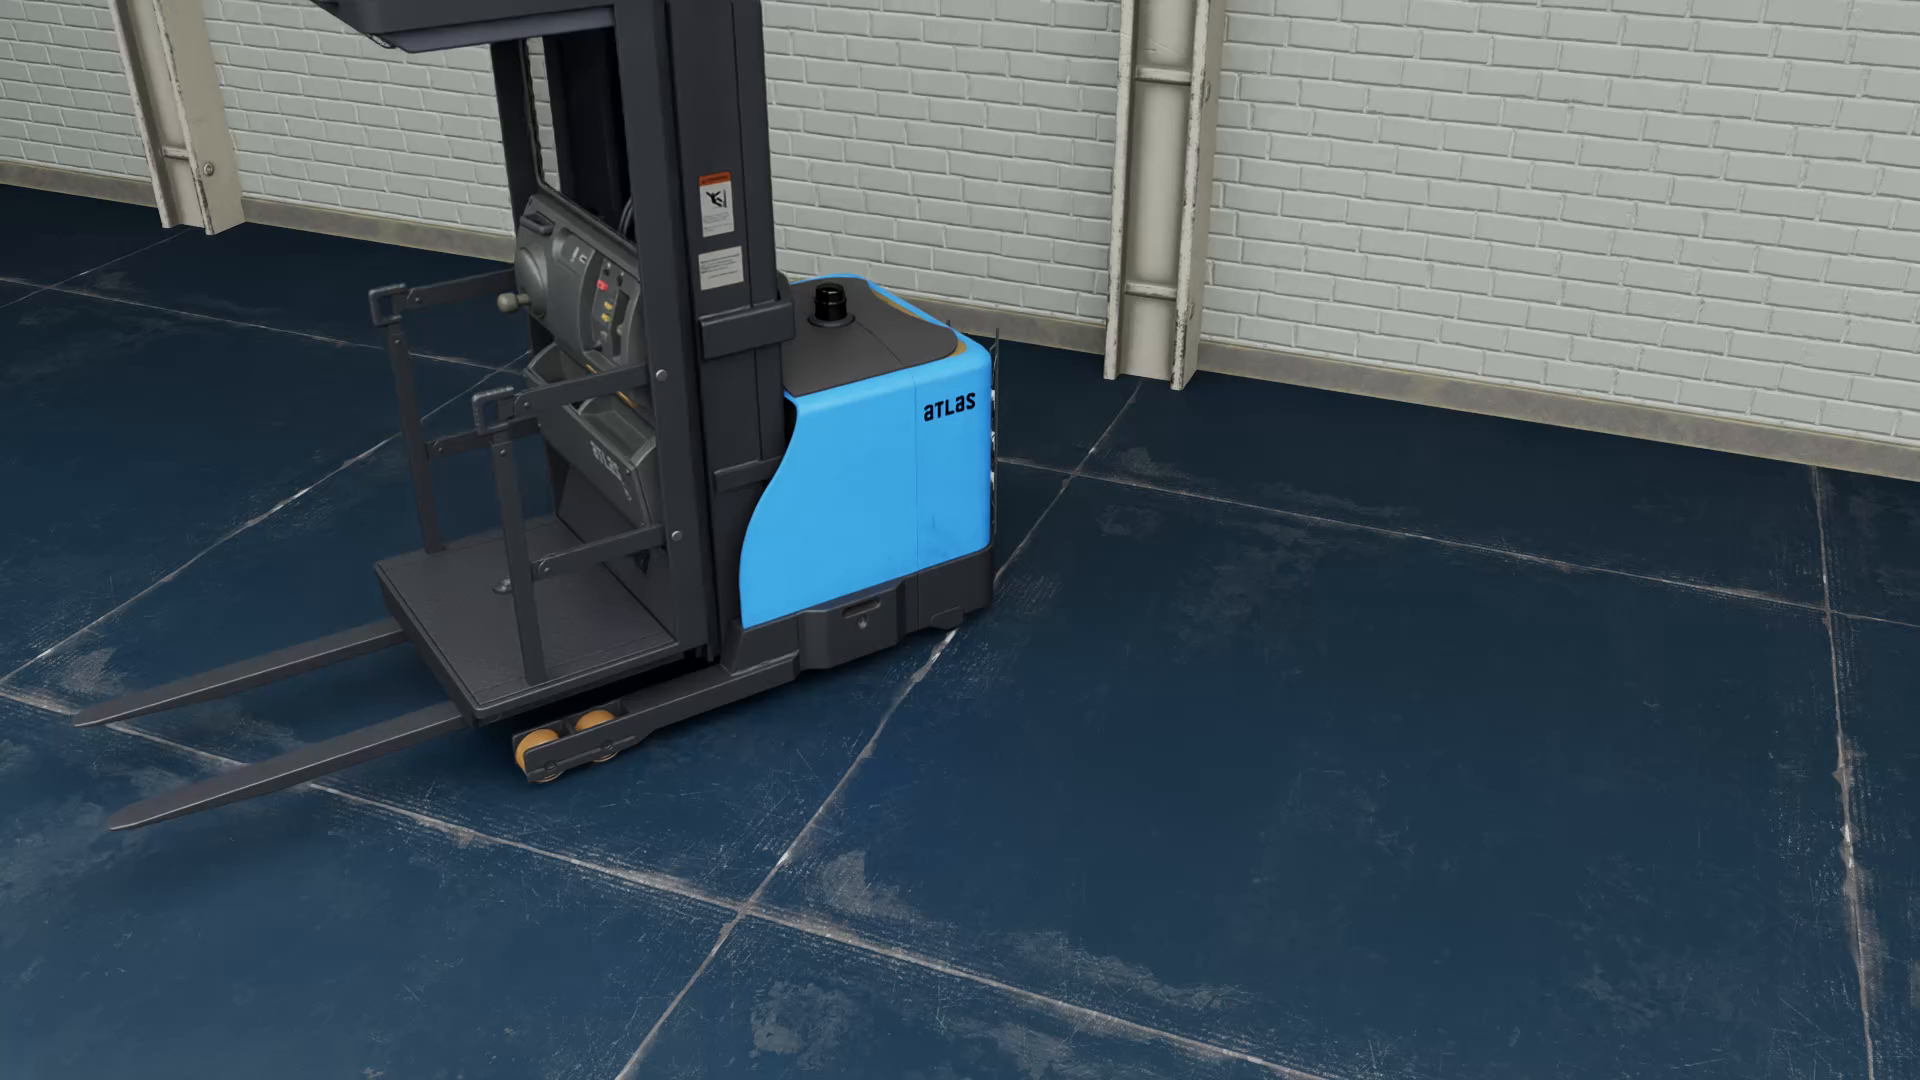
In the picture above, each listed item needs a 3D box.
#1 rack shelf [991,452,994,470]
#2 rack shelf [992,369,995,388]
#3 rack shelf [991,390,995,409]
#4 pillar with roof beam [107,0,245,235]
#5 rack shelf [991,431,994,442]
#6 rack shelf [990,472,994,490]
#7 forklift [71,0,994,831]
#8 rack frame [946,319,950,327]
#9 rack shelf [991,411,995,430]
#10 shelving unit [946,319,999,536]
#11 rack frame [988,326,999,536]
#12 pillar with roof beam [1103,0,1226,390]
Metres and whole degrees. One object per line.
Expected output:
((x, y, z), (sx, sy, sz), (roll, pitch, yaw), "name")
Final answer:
((0.008, -0.283, 6.587), (0.200, 0.077, 0.258), (11, 31, 19), "rack shelf")
((0.008, -0.596, 6.409), (0.200, 0.077, 0.258), (11, 31, 19), "rack shelf")
((0.008, -0.518, 6.454), (0.200, 0.077, 0.258), (11, 31, 19), "rack shelf")
((-6.235, -3.893, 4.492), (0.400, 9.000, 9.100), (11, 31, 19), "pillar with roof beam")
((0.008, -0.361, 6.542), (0.200, 0.077, 0.258), (11, 31, 19), "rack shelf")
((0.008, -0.205, 6.631), (0.200, 0.077, 0.258), (11, 31, 19), "rack shelf")
((-1.385, -0.792, 5.172), (3.031, 2.935, 1.130), (-18, 34, -29), "forklift")
((-0.087, -0.409, 6.559), (0.006, 0.900, 0.240), (11, 31, 19), "rack frame")
((0.008, -0.440, 6.498), (0.200, 0.077, 0.258), (11, 31, 19), "rack shelf")
((0.008, -0.390, 6.526), (0.210, 0.900, 0.258), (11, 31, 19), "shelving unit")
((0.102, -0.371, 6.493), (0.006, 0.900, 0.240), (11, 31, 19), "rack frame")
((-0.675, -2.783, 2.528), (0.400, 9.000, 9.100), (11, 31, 19), "pillar with roof beam")
